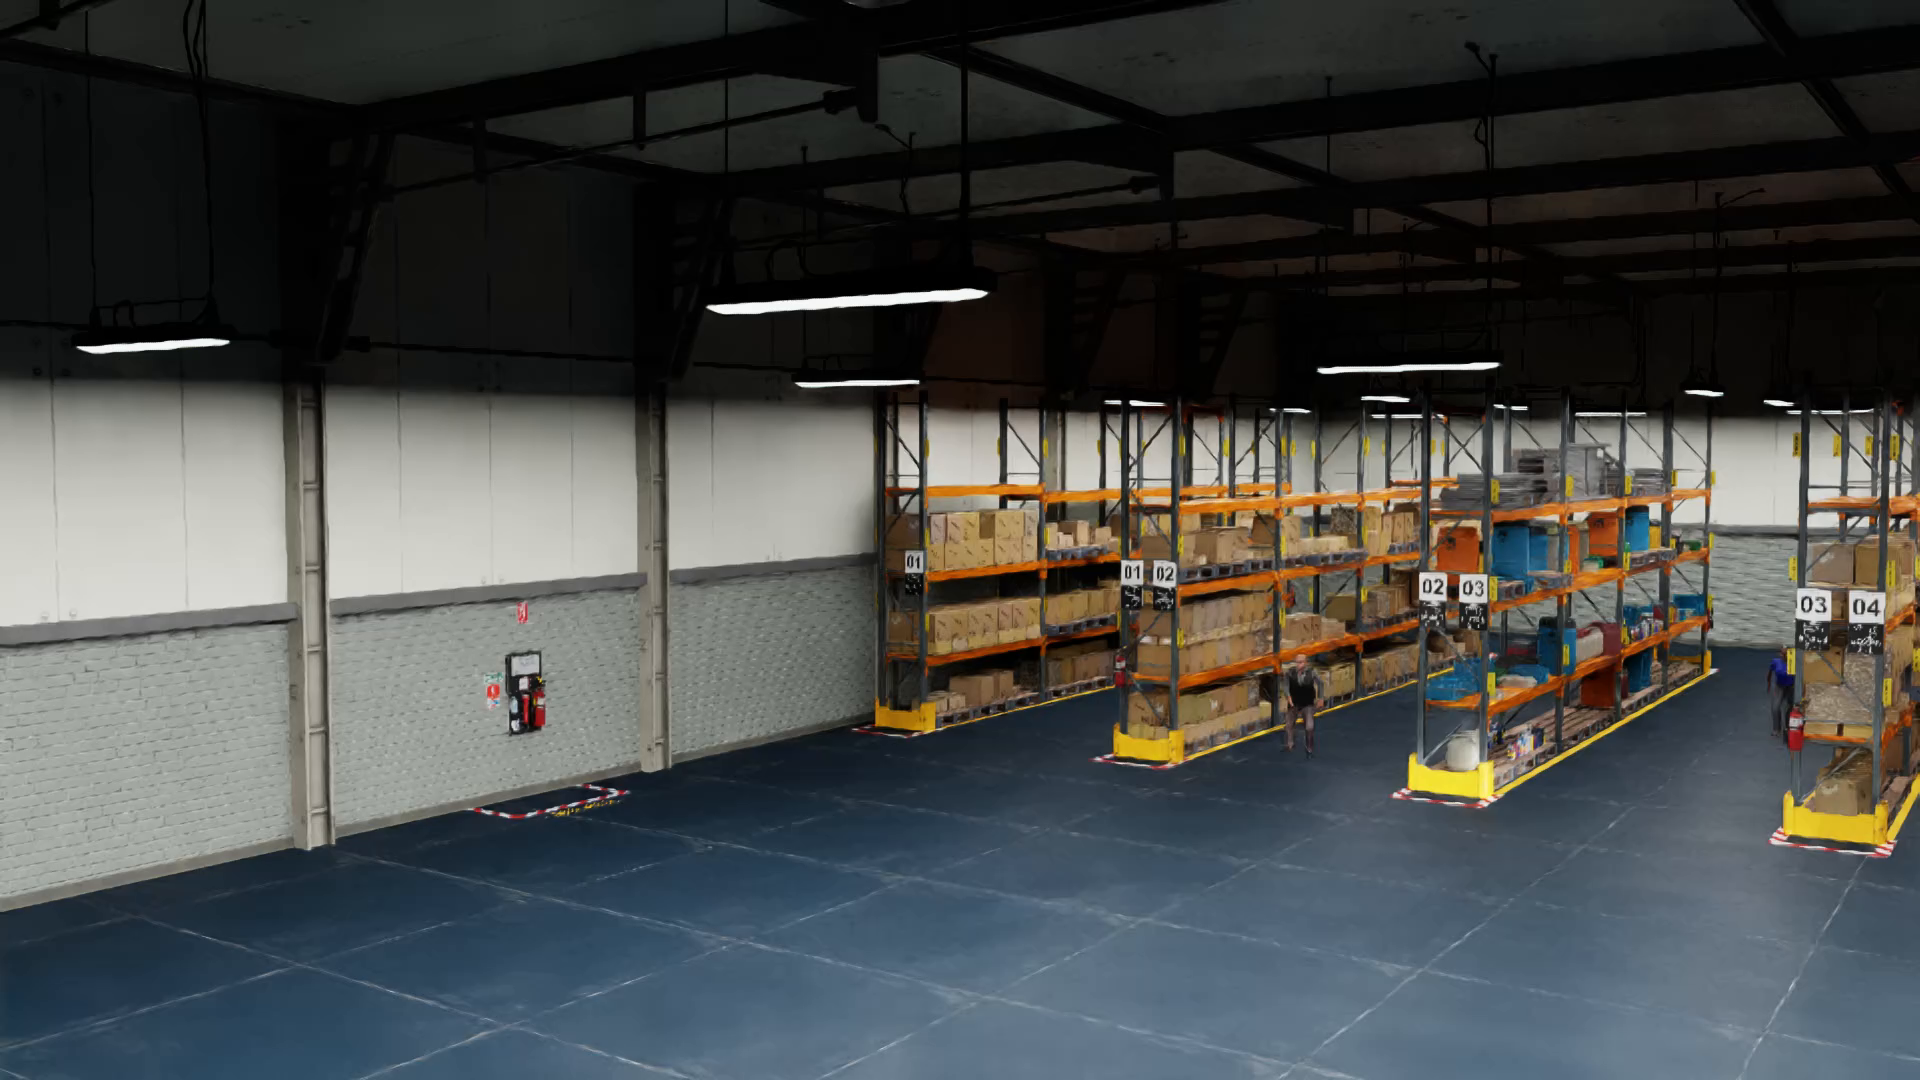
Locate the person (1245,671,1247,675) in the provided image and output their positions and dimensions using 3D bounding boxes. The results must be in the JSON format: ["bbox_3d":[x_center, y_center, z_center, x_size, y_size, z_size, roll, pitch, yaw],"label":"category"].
[{"bbox_3d":[5.635,2.236,34.336,0.721,1.706,0.873,2,4,32],"label":"person"}]

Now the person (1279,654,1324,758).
[{"bbox_3d":[5.525,2.666,26.983,0.708,1.675,0.645,1,3,22],"label":"person"}]

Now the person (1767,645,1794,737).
[{"bbox_3d":[14.331,2.607,28.877,0.599,1.585,0.853,2,4,29],"label":"person"}]
